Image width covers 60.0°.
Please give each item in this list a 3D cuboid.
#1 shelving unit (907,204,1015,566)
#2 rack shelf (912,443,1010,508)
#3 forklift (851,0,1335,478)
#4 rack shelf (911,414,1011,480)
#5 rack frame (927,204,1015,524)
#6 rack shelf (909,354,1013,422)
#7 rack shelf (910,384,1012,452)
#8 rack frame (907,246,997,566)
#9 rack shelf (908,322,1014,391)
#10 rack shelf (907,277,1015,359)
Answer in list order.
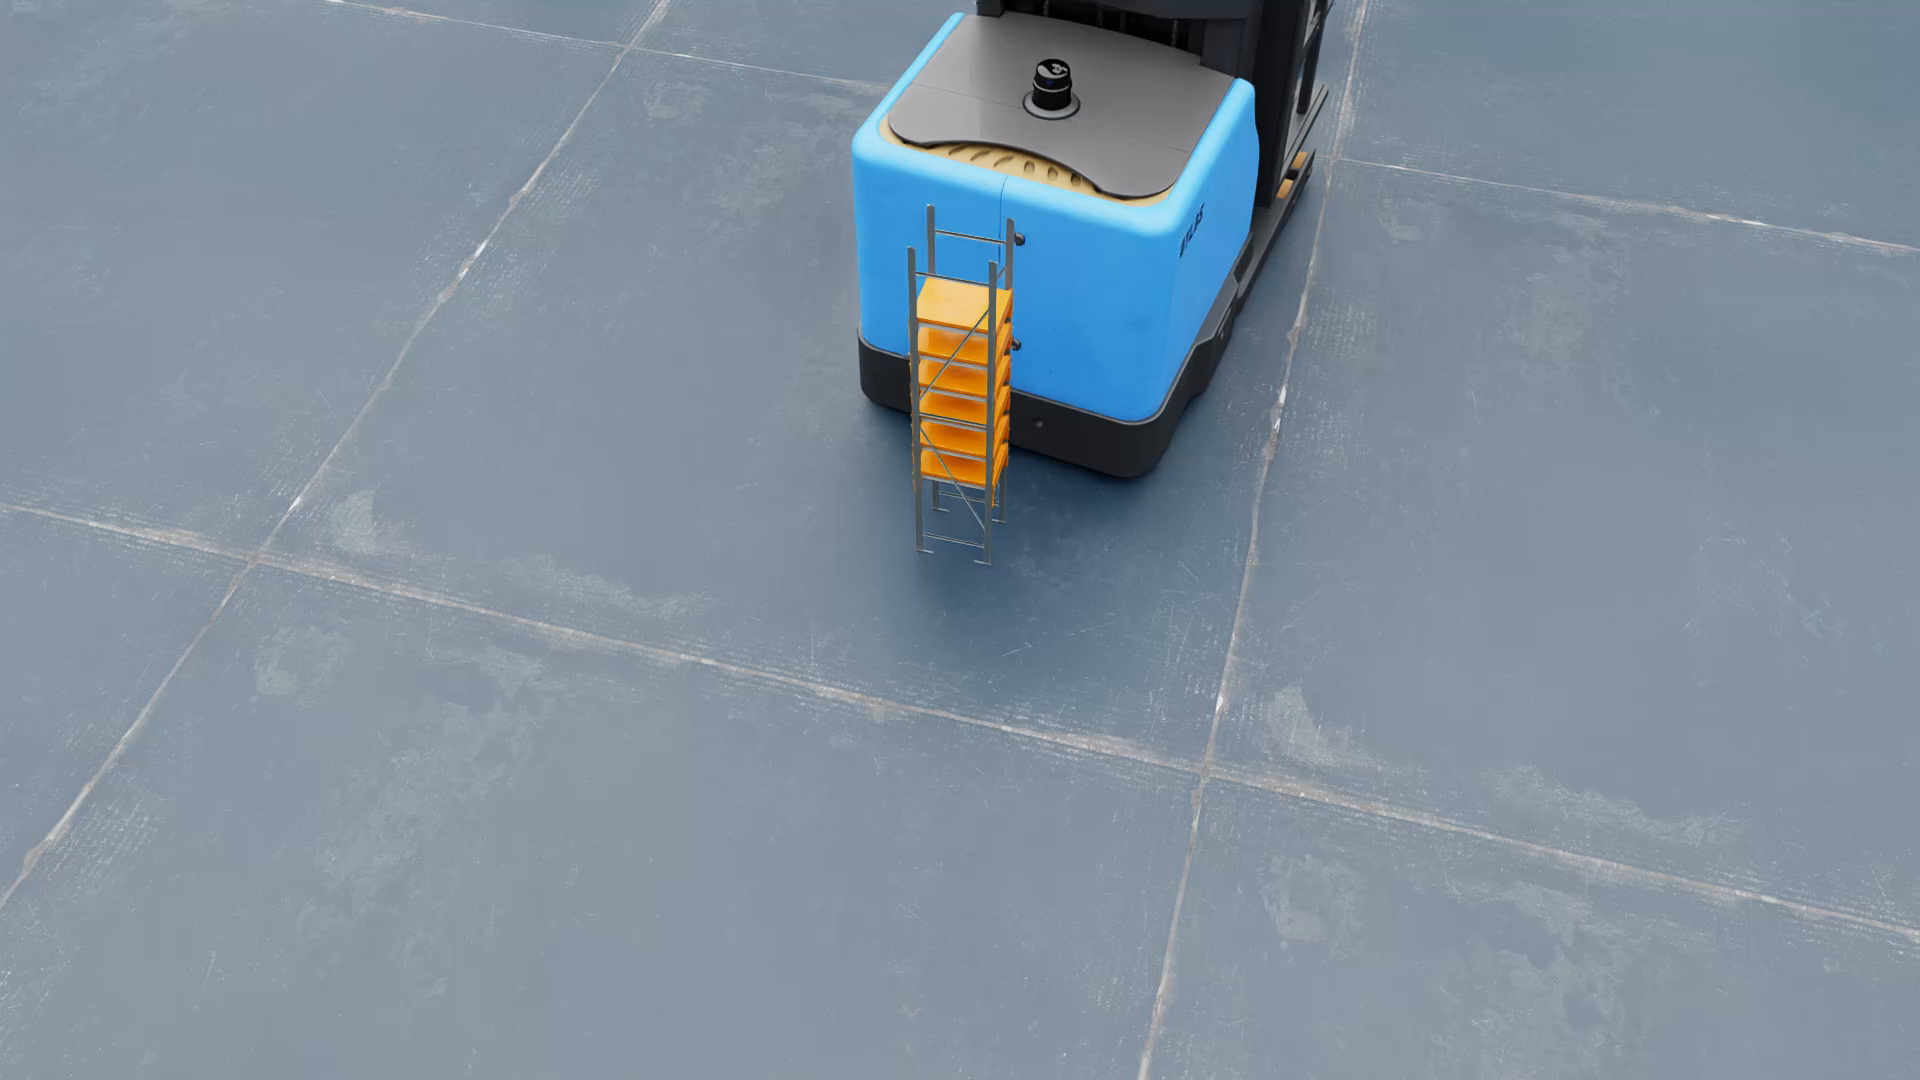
[{"bbox_3d":[0.004,-0.407,4.809,0.258,1.200,0.189,12,50,10],"label":"shelving unit"},{"bbox_3d":[0.004,-0.219,5.023,0.258,0.103,0.180,12,50,10],"label":"rack shelf"},{"bbox_3d":[0.716,-2.294,5.320,1.130,2.935,3.031,18,51,15],"label":"forklift"},{"bbox_3d":[0.004,-0.299,4.933,0.258,0.103,0.180,12,50,10],"label":"rack shelf"},{"bbox_3d":[0.028,-0.474,4.868,0.240,1.200,0.006,12,50,10],"label":"rack frame"},{"bbox_3d":[0.004,-0.458,4.753,0.258,0.103,0.180,12,50,10],"label":"rack shelf"},{"bbox_3d":[0.004,-0.378,4.843,0.258,0.103,0.180,12,50,10],"label":"rack shelf"},{"bbox_3d":[-0.020,-0.341,4.751,0.240,1.200,0.006,12,50,10],"label":"rack frame"},{"bbox_3d":[0.004,-0.537,4.663,0.258,0.103,0.180,12,50,10],"label":"rack shelf"},{"bbox_3d":[0.004,-0.616,4.573,0.258,0.103,0.180,12,50,10],"label":"rack shelf"}]
